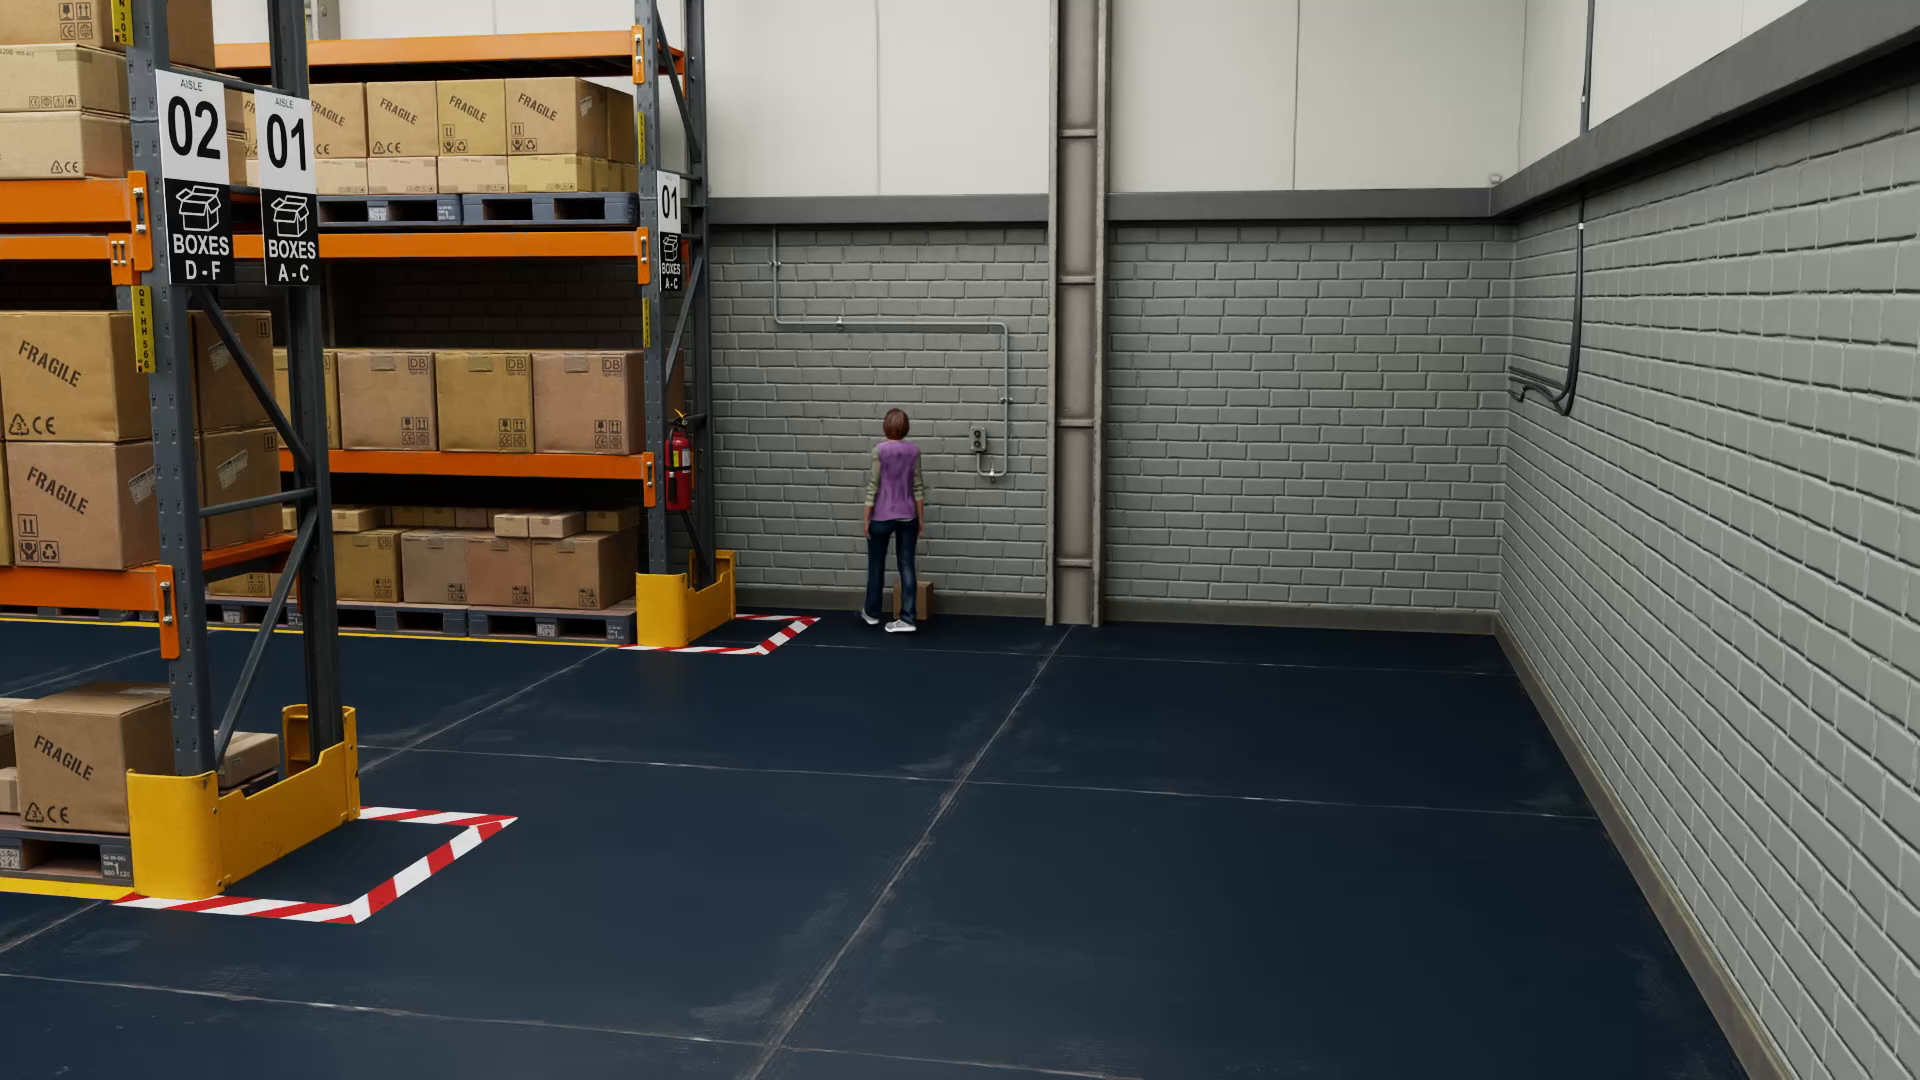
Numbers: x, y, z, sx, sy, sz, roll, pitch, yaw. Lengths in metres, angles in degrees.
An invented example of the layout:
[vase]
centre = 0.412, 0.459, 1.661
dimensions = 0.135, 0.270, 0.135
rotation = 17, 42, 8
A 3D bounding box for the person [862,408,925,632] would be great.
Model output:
[person]
centre = -0.502, -0.154, 11.888
dimensions = 0.445, 1.590, 0.678
rotation = -3, 9, -18
